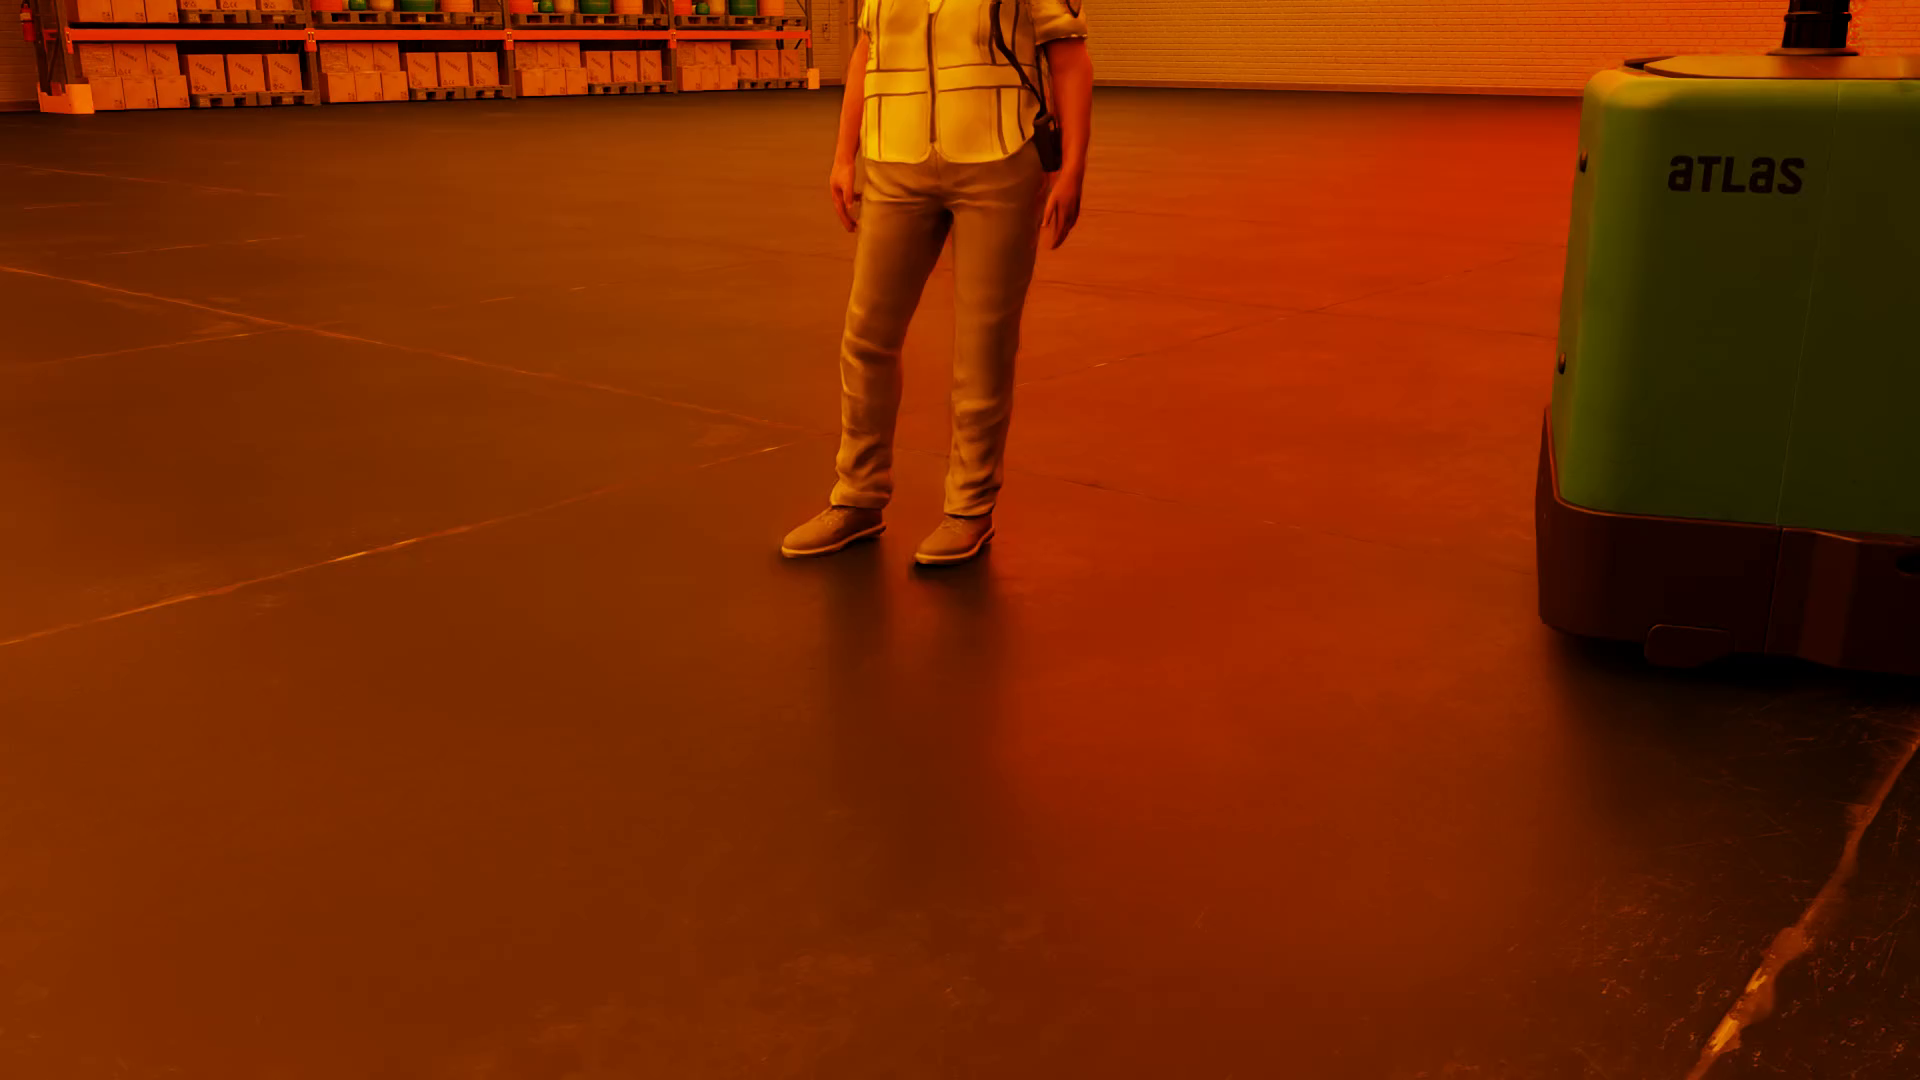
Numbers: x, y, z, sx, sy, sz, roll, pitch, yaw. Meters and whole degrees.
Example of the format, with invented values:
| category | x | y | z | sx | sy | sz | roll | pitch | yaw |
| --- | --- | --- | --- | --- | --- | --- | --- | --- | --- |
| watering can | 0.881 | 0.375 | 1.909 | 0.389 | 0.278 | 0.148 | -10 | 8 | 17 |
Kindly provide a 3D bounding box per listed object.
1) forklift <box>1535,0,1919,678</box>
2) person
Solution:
| category | x | y | z | sx | sy | sz | roll | pitch | yaw |
| --- | --- | --- | --- | --- | --- | --- | --- | --- | --- |
| forklift | 2.693 | -1.171 | 2.752 | 3.031 | 2.935 | 1.130 | 5 | 18 | 17 |
| person | -0.048 | -0.787 | 3.669 | 0.670 | 1.673 | 0.420 | 5 | 18 | 15 |
